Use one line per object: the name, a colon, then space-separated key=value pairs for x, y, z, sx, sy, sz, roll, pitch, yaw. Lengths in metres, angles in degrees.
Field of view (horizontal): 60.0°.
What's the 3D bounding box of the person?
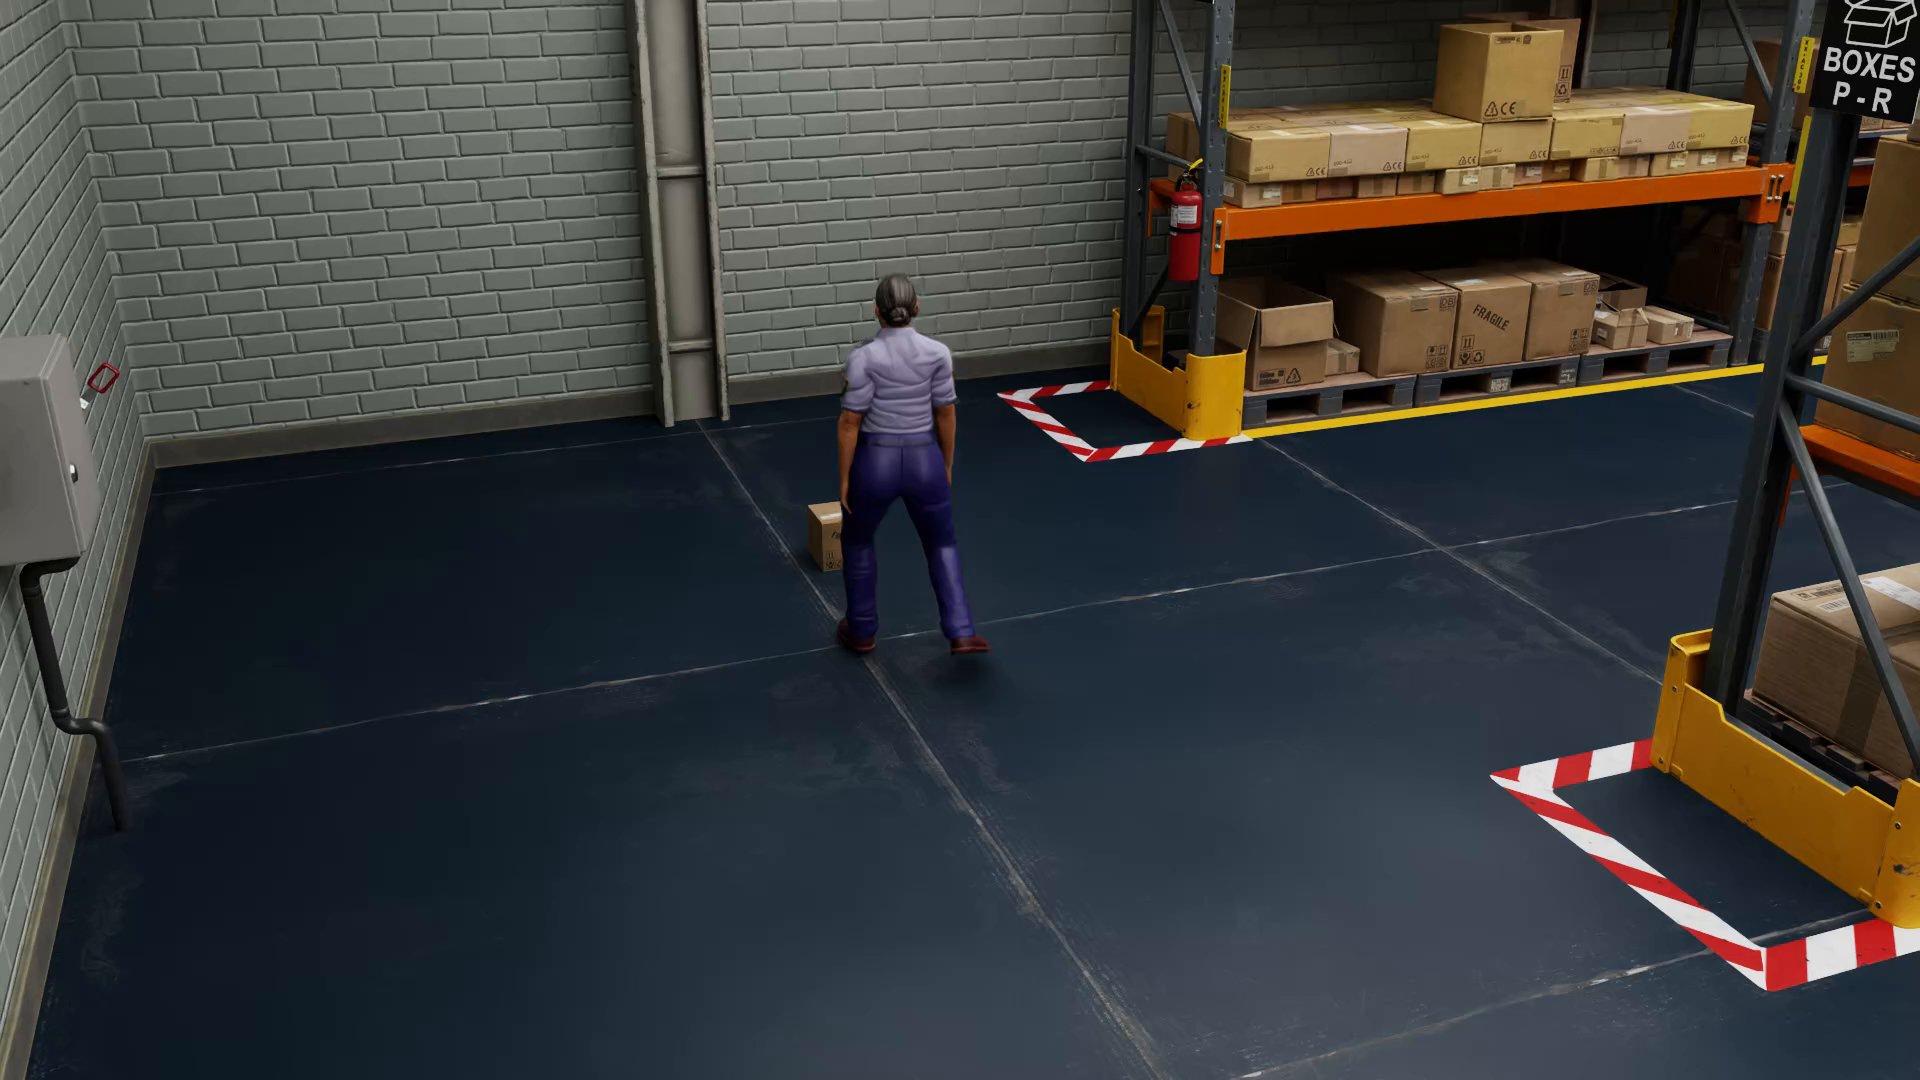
person: x=-0.205 y=-0.263 z=6.754 sx=0.577 sy=1.622 sz=0.698 roll=-7 pitch=24 yaw=-16
